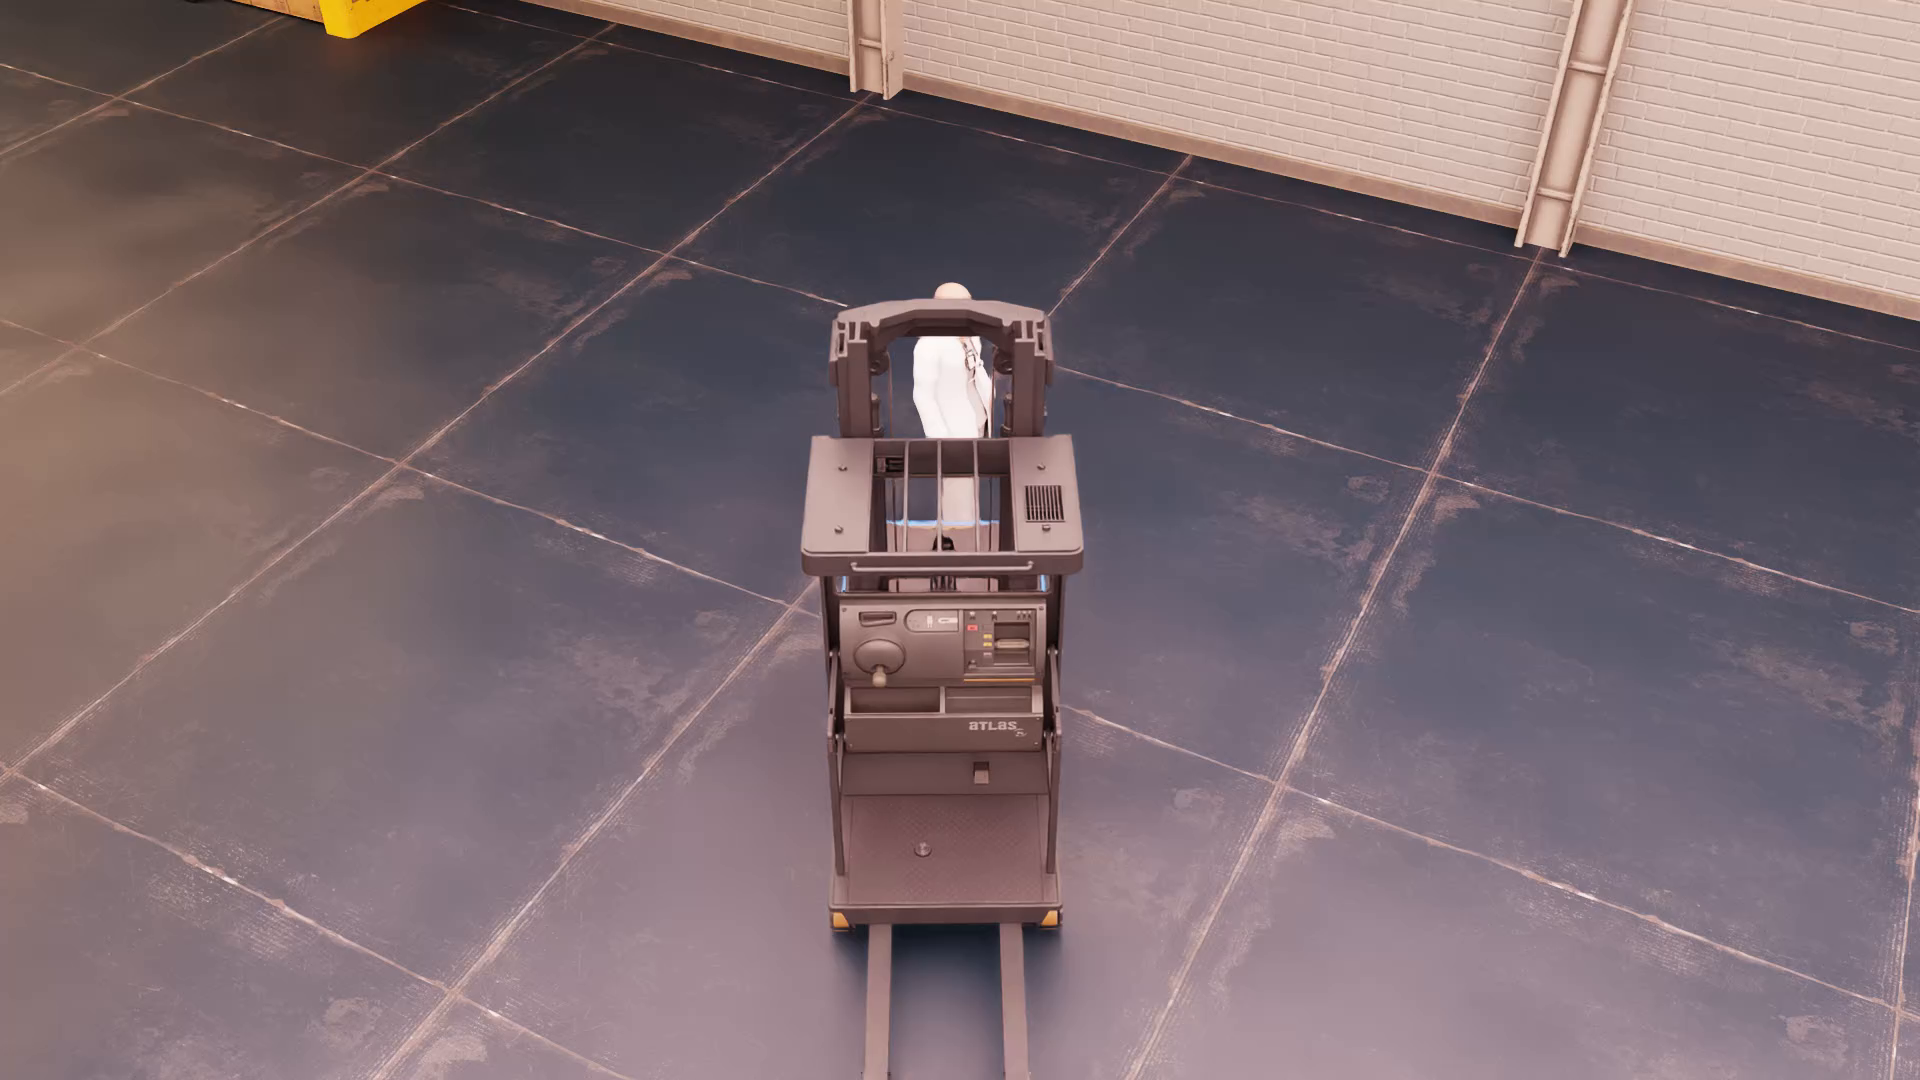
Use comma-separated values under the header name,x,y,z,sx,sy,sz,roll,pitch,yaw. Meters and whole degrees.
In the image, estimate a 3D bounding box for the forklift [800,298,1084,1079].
name,x,y,z,sx,sy,sz,roll,pitch,yaw
forklift,-0.072,0.543,7.342,1.130,2.935,3.031,0,40,0

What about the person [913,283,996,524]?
name,x,y,z,sx,sy,sz,roll,pitch,yaw
person,0.078,-0.656,9.650,0.581,1.775,0.694,18,43,21
